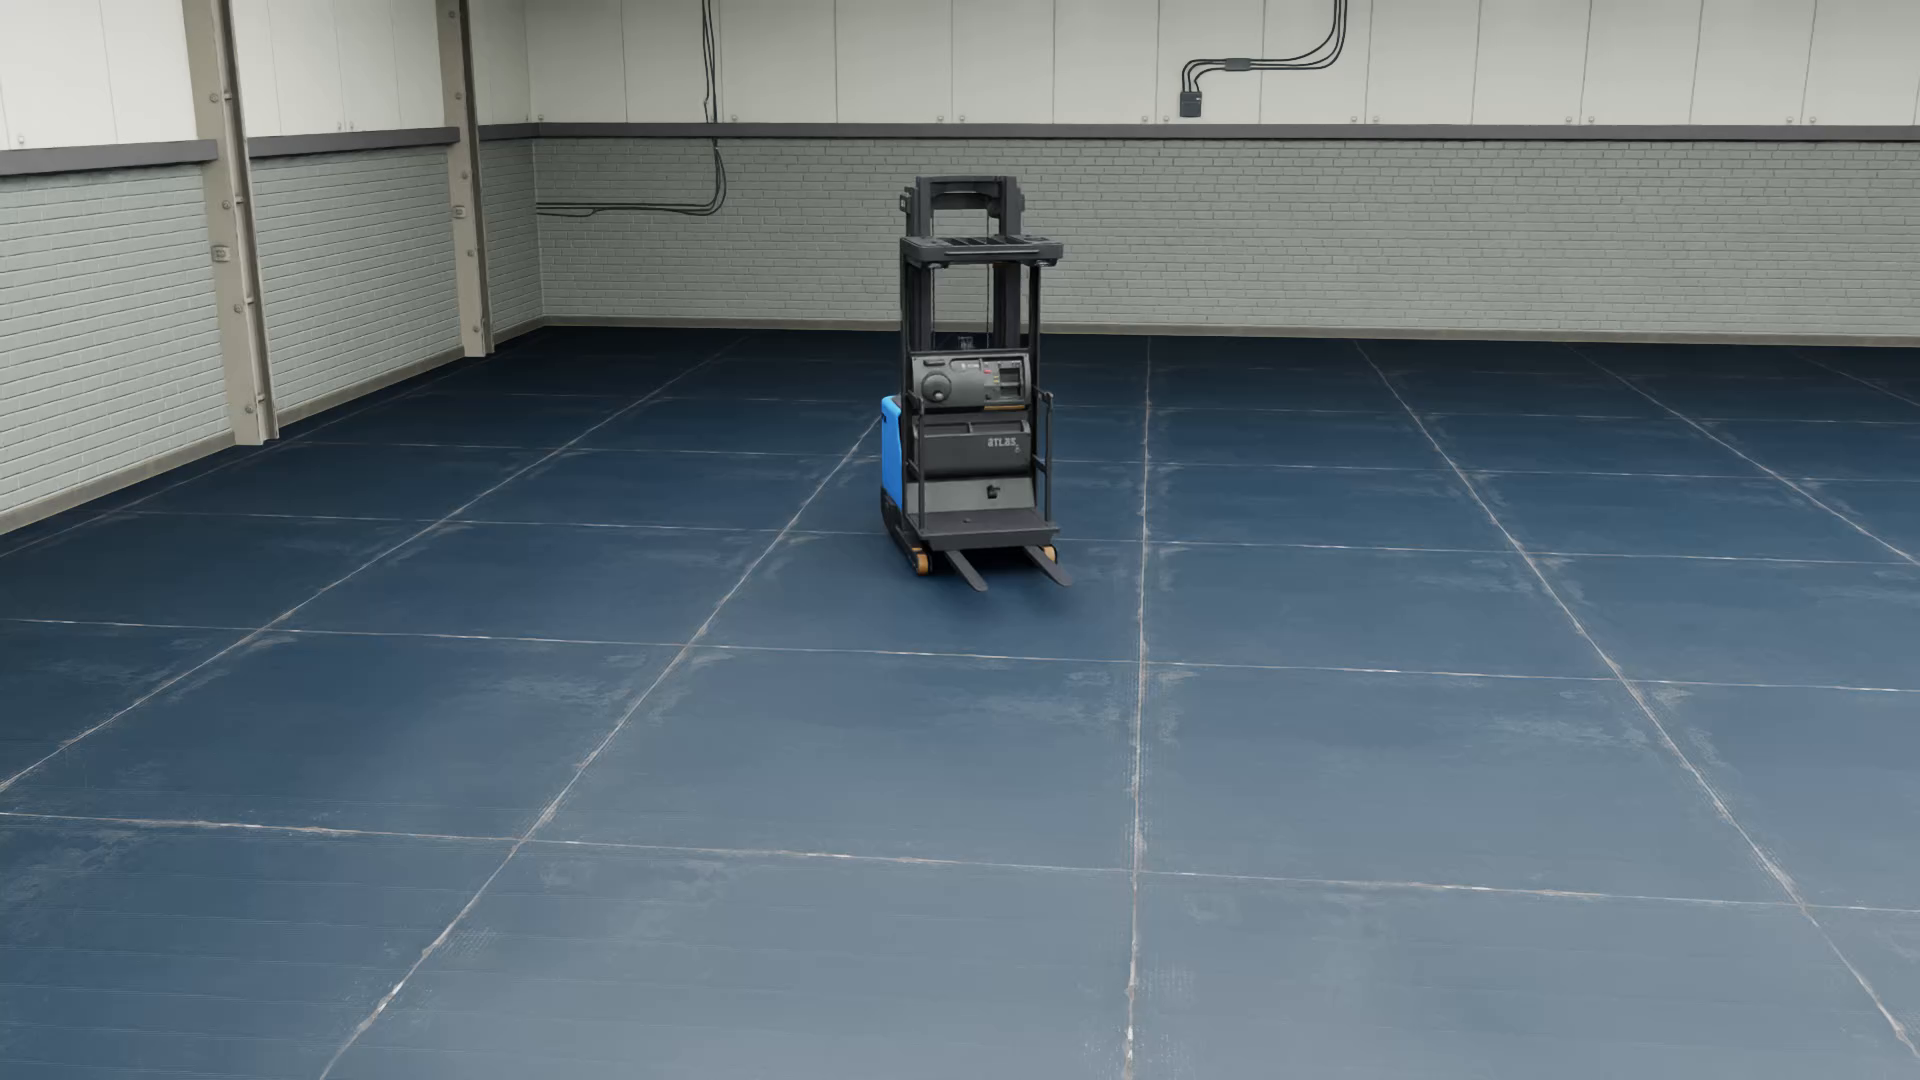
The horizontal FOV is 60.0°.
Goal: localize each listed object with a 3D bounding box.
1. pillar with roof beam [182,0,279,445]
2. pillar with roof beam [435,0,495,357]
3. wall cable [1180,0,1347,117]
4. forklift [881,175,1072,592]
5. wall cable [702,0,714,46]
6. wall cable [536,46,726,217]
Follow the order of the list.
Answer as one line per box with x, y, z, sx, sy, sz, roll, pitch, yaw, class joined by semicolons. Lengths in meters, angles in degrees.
-3.134;-5.259;15.870;9.100;9.000;0.400;2;15;6;pillar with roof beam
-2.457;-6.815;21.625;9.100;9.000;0.400;2;15;6;pillar with roof beam
4.343;-9.025;23.282;2.305;6.003;0.169;2;15;6;wall cable
0.135;-1.252;12.678;1.130;2.935;3.031;-3;15;-12;forklift
-2.400;-8.526;24.227;3.097;2.526;0.112;2;15;6;wall cable
-5.088;-6.168;25.181;3.097;2.526;0.112;2;15;6;wall cable
